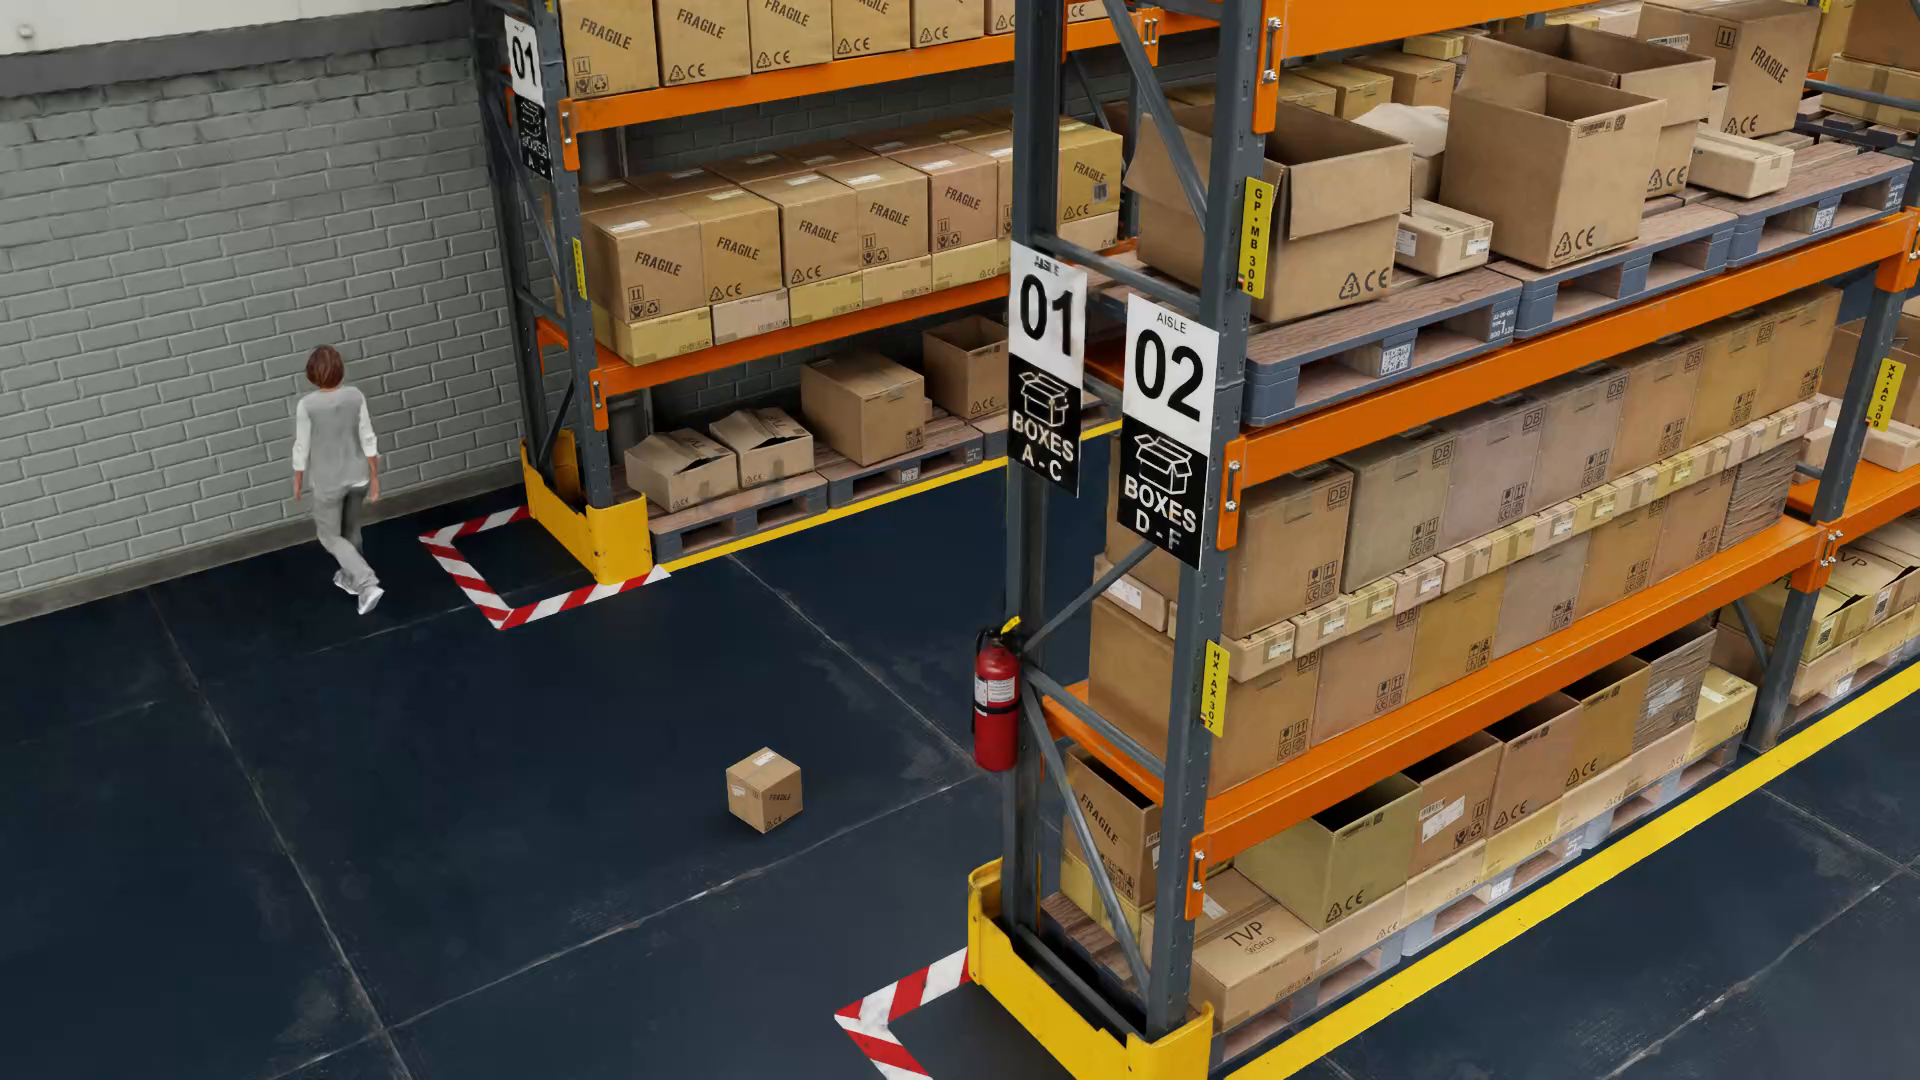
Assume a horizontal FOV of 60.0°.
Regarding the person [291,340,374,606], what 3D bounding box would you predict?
[{"bbox_3d":[-3.447,-0.351,9.236,0.445,1.583,0.635,-22,36,-34],"label":"person"}]
